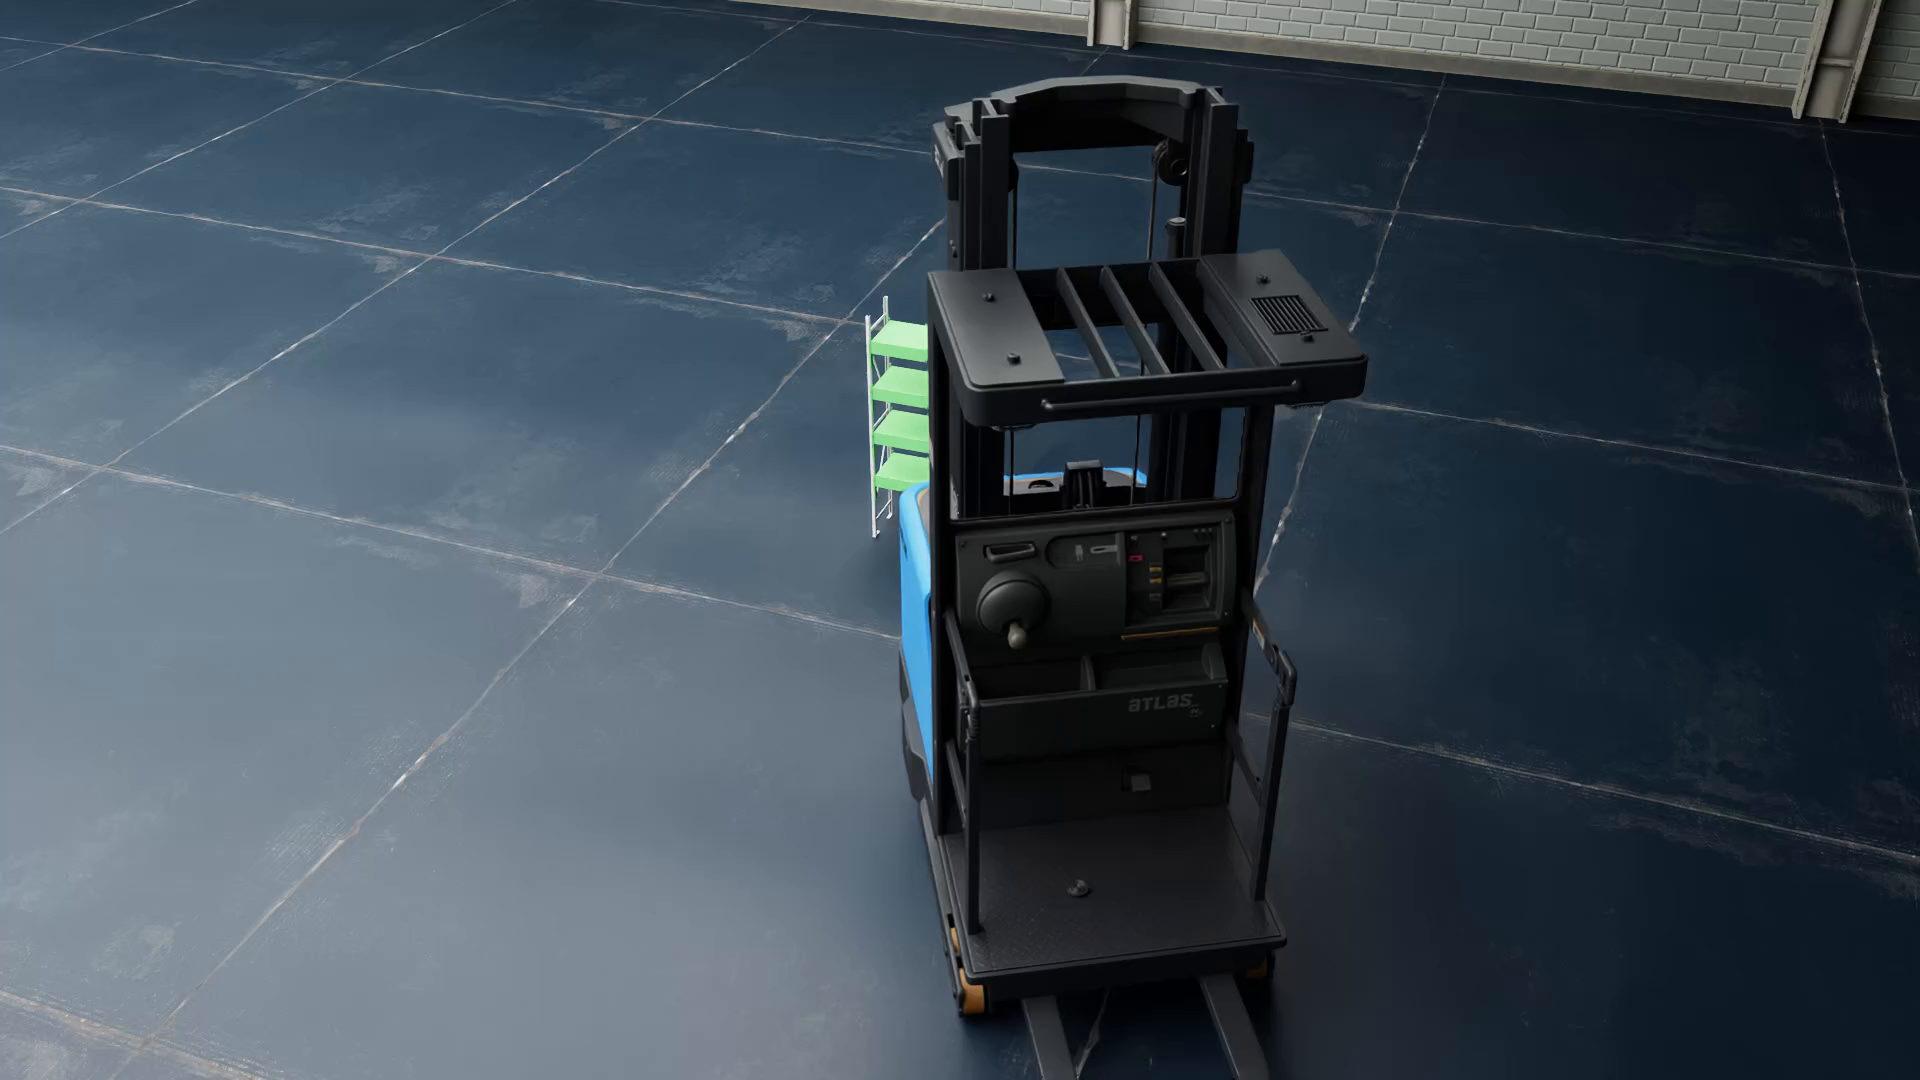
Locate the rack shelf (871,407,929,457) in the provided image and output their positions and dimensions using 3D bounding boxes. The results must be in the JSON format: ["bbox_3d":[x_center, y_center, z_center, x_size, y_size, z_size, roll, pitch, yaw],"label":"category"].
[{"bbox_3d":[-0.156,-0.481,8.006,0.480,0.148,0.258,11,34,16],"label":"rack shelf"}]

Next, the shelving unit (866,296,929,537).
[{"bbox_3d":[-0.156,-0.534,7.971,0.503,1.200,0.258,11,34,16],"label":"shelving unit"}]

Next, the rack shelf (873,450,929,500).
[{"bbox_3d":[-0.156,-0.279,8.136,0.480,0.148,0.258,11,34,16],"label":"rack shelf"}]

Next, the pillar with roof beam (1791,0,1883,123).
[{"bbox_3d":[5.602,-5.076,7.816,0.400,9.000,9.100,11,34,16],"label":"pillar with roof beam"}]

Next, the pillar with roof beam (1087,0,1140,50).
[{"bbox_3d":[-0.046,-6.174,9.517,0.400,9.000,9.100,11,34,16],"label":"pillar with roof beam"}]

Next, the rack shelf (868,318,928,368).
[{"bbox_3d":[-0.156,-0.884,7.746,0.480,0.148,0.258,11,34,16],"label":"rack shelf"}]

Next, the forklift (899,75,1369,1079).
[{"bbox_3d":[0.485,0.189,5.254,1.130,2.935,3.031,-5,33,-8],"label":"forklift"}]

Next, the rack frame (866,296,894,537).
[{"bbox_3d":[-0.386,-0.579,8.041,0.015,1.200,0.240,11,34,16],"label":"rack frame"}]

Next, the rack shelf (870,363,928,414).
[{"bbox_3d":[-0.156,-0.682,7.876,0.480,0.148,0.258,11,34,16],"label":"rack shelf"}]
